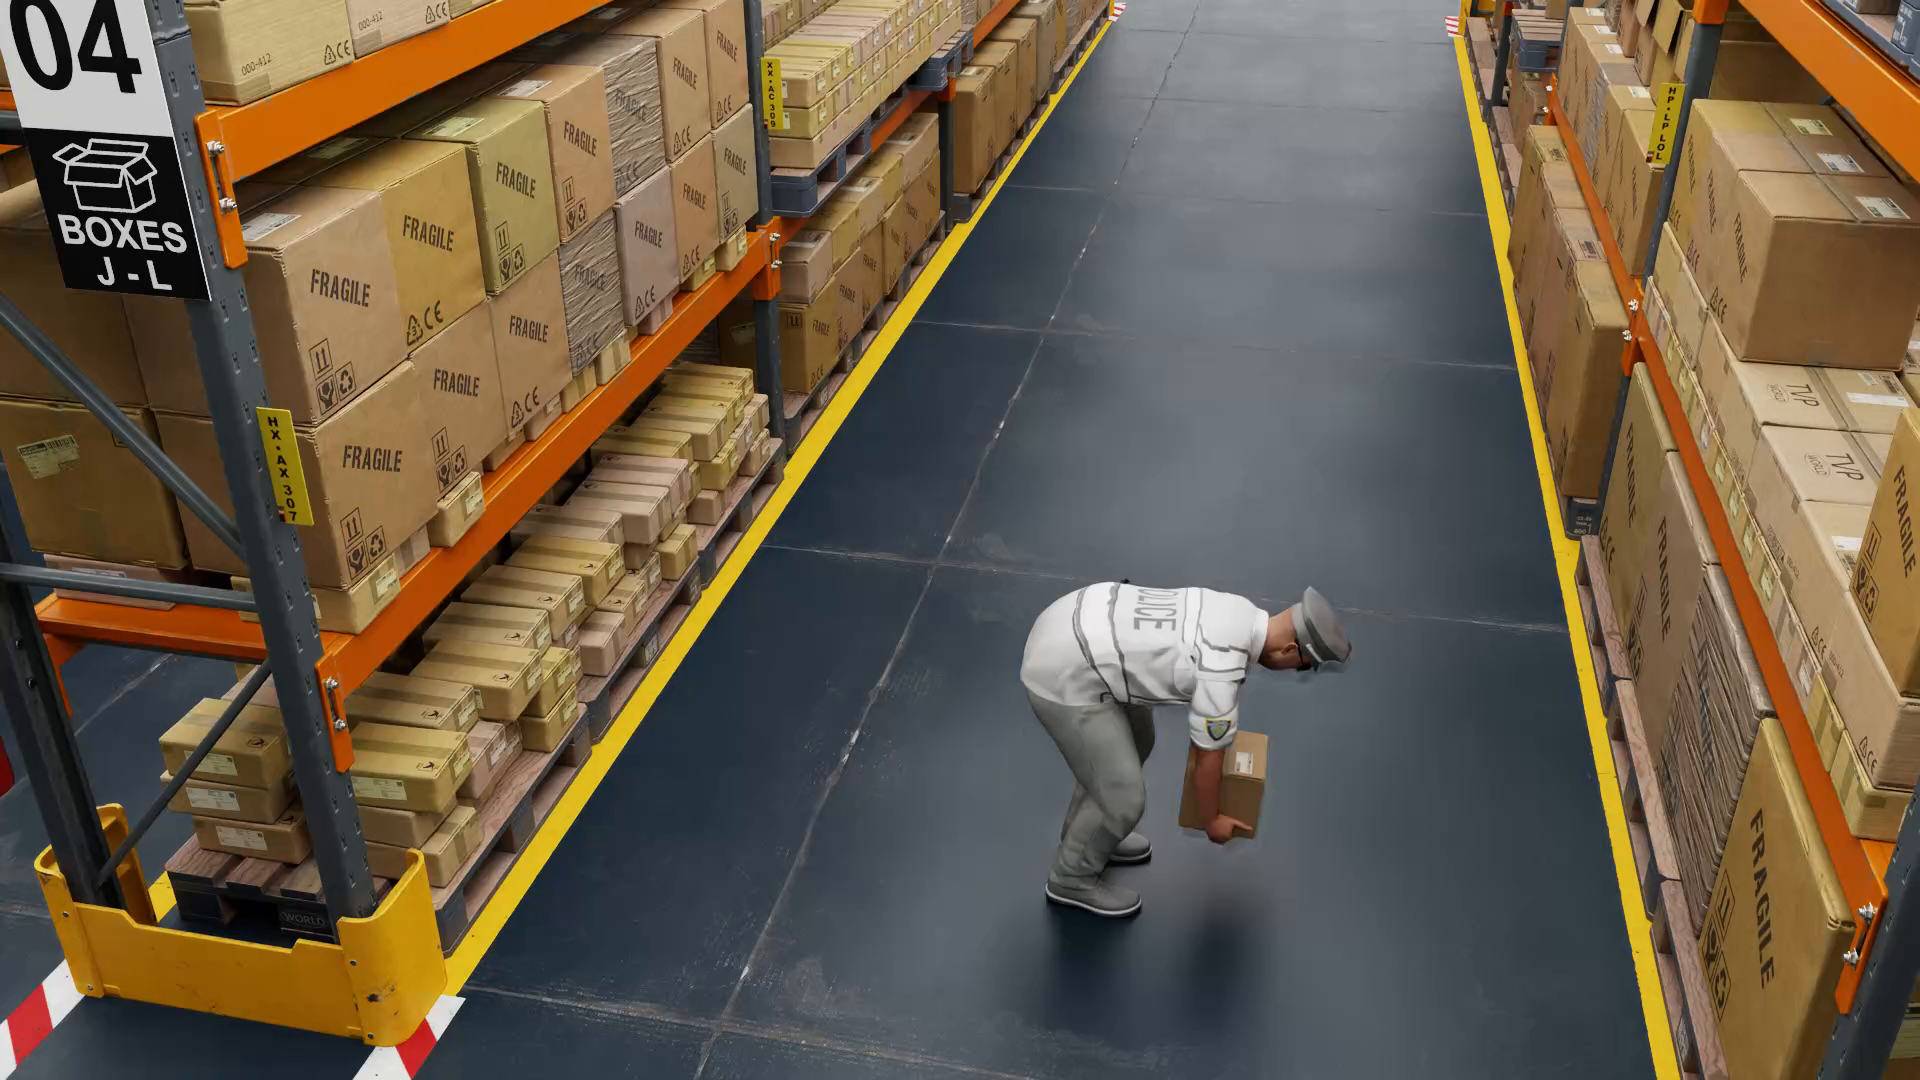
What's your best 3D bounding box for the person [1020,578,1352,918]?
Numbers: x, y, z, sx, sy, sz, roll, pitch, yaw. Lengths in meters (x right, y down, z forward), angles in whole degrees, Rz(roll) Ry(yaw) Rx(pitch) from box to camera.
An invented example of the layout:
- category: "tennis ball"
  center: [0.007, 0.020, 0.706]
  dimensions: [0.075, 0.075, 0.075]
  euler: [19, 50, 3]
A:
- category: "person"
  center: [0.715, 0.670, 5.474]
  dimensions: [1.038, 1.196, 0.491]
  euler: [5, 29, 9]
